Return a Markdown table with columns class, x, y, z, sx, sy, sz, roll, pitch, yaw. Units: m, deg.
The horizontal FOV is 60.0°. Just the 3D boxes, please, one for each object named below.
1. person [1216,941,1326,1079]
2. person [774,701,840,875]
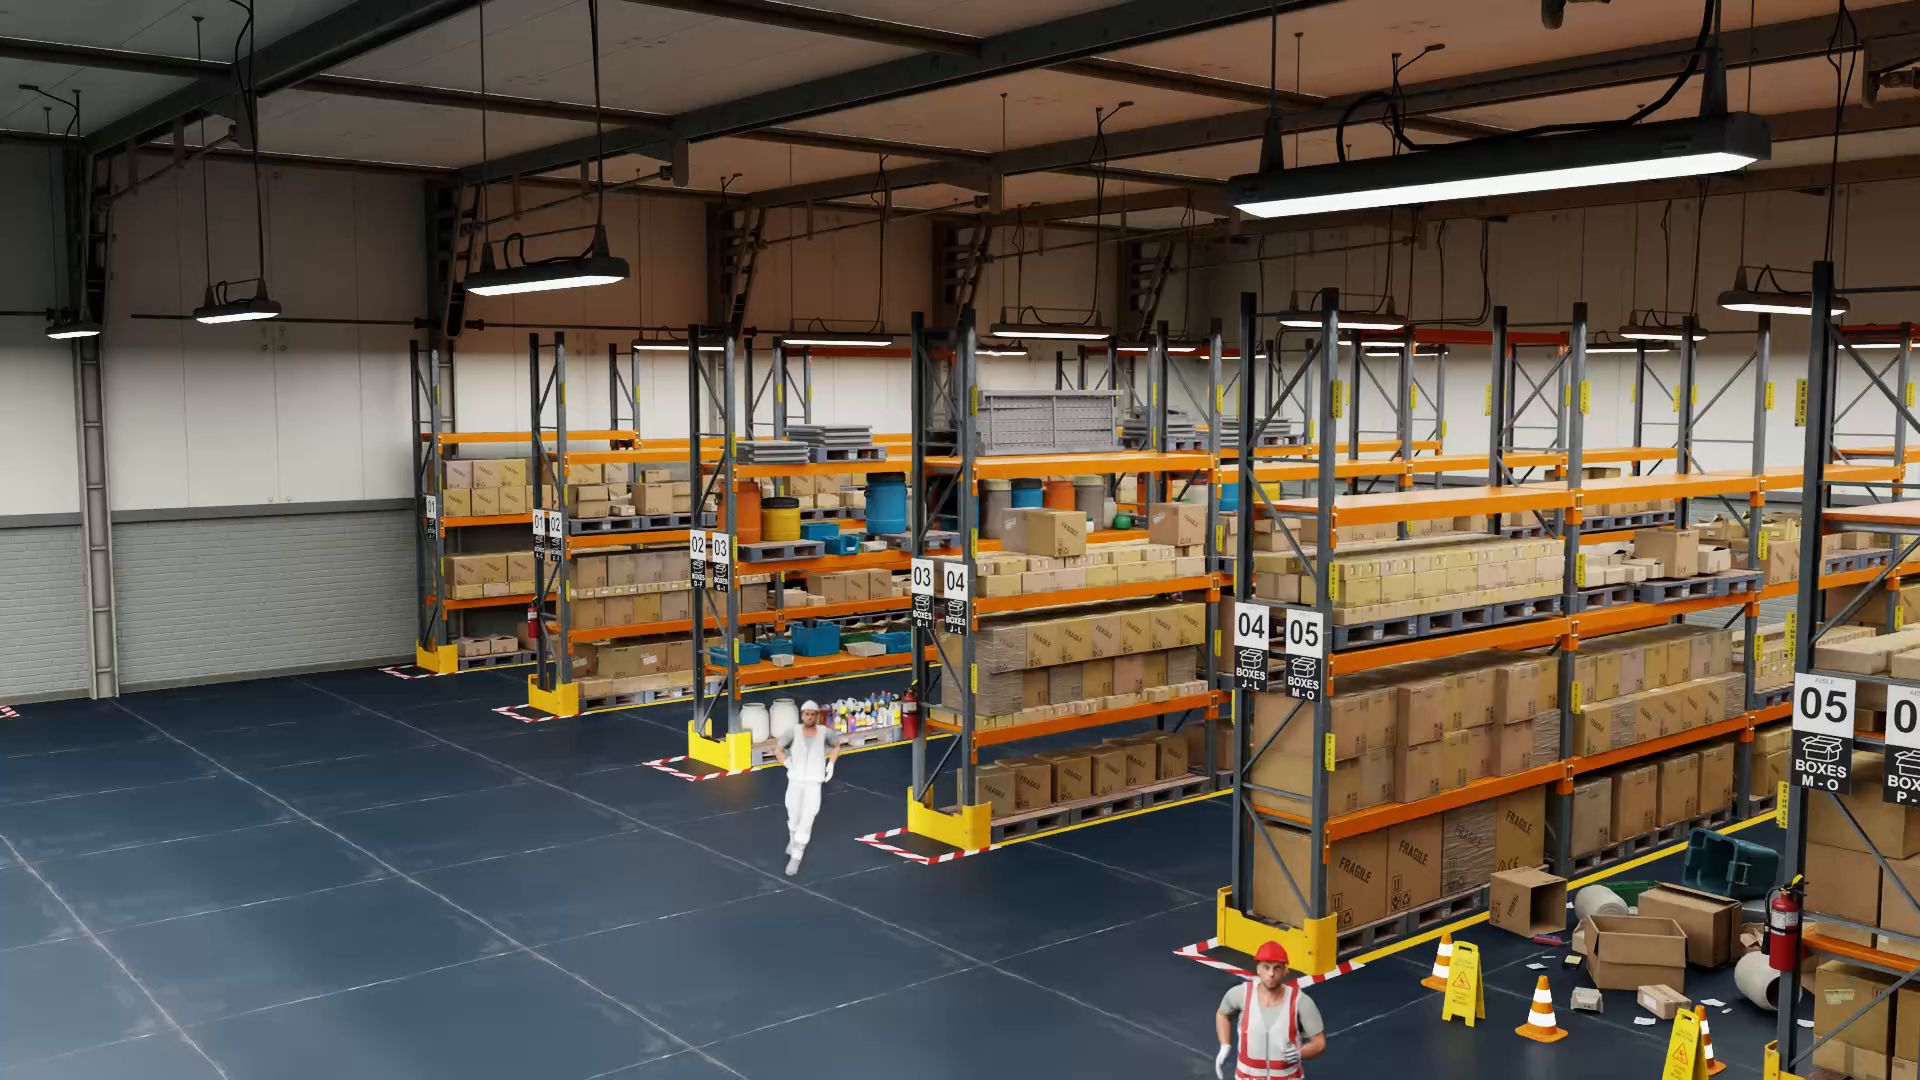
| class | x | y | z | sx | sy | sz | roll | pitch | yaw |
| --- | --- | --- | --- | --- | --- | --- | --- | --- | --- |
| person | 1.890 | 3.318 | 10.153 | 0.663 | 1.767 | 0.998 | 1 | 5 | 10 |
| person | -1.655 | 2.611 | 17.900 | 0.687 | 1.796 | 0.894 | 0 | 5 | 3 |
